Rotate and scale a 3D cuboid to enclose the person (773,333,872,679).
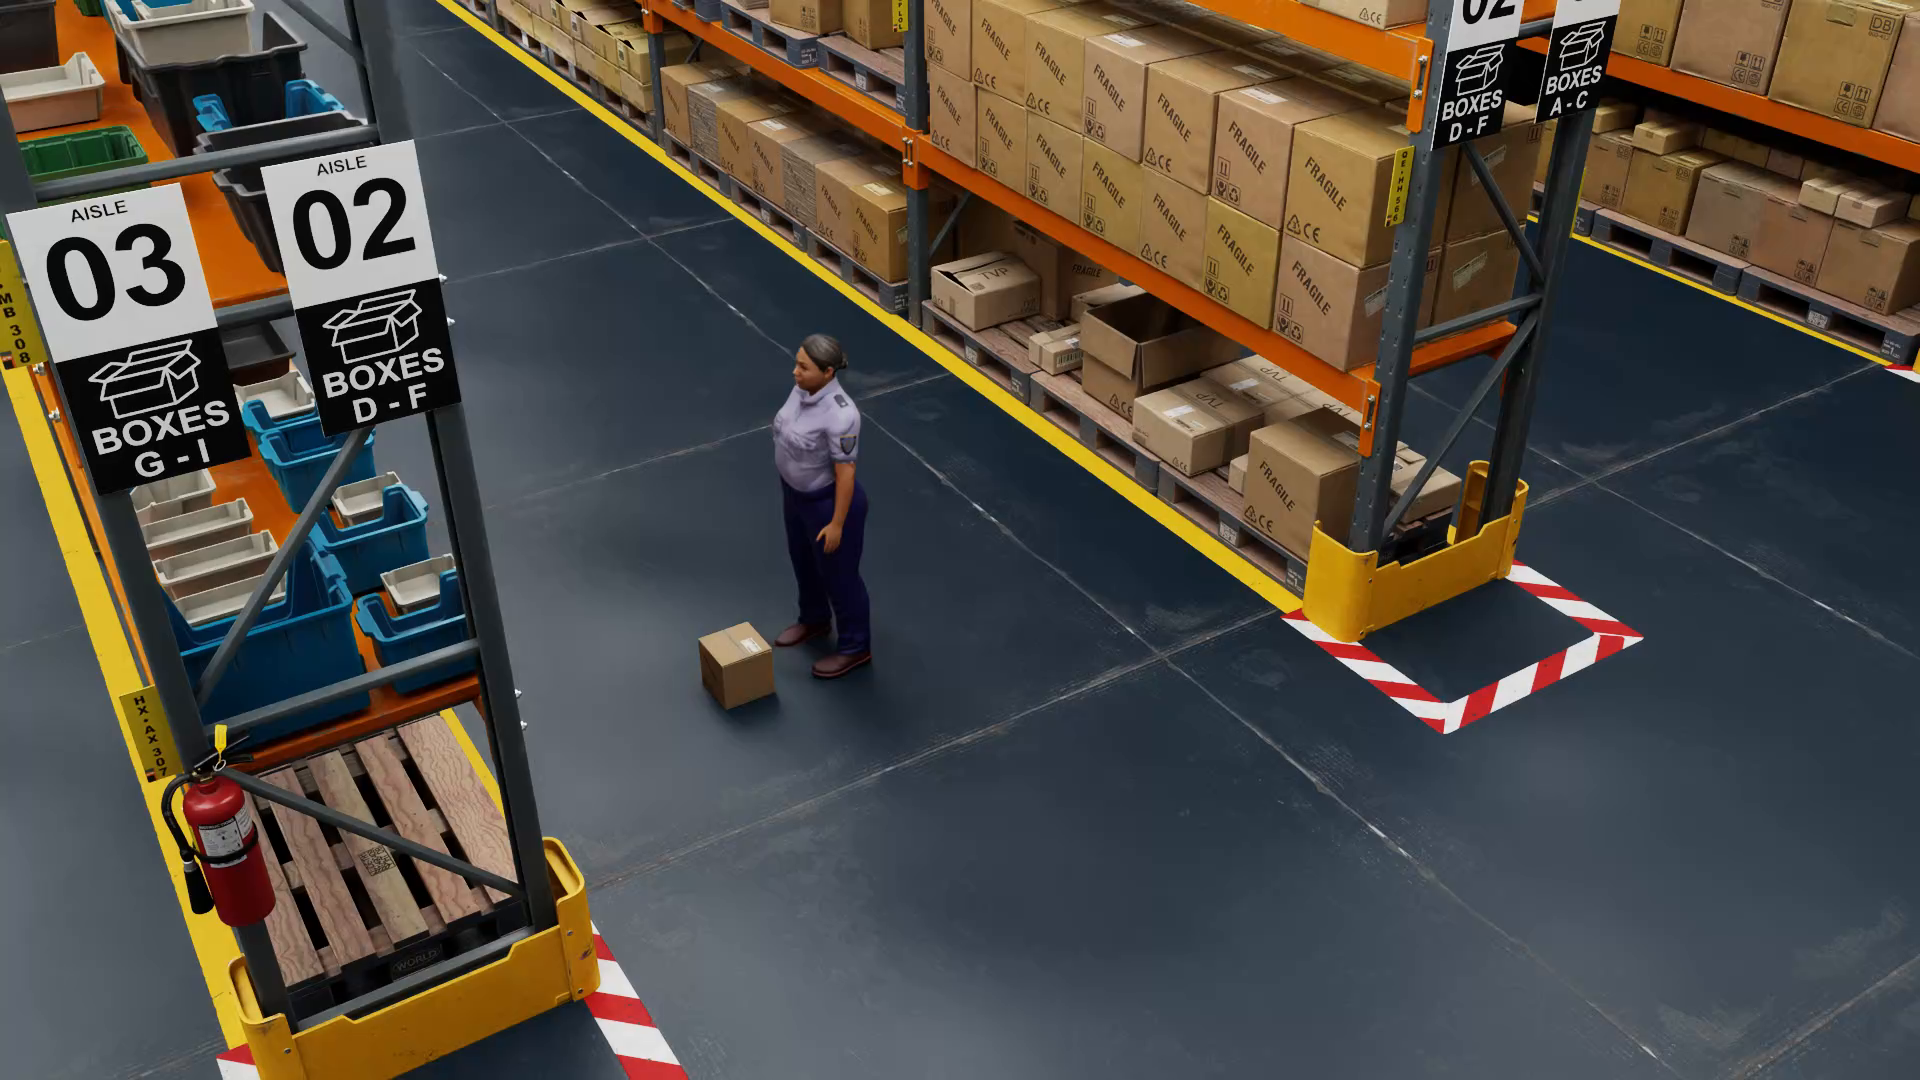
[{"bbox_3d":[-0.627,-0.154,7.395,0.367,1.663,0.493,-19,37,-26],"label":"person"}]
